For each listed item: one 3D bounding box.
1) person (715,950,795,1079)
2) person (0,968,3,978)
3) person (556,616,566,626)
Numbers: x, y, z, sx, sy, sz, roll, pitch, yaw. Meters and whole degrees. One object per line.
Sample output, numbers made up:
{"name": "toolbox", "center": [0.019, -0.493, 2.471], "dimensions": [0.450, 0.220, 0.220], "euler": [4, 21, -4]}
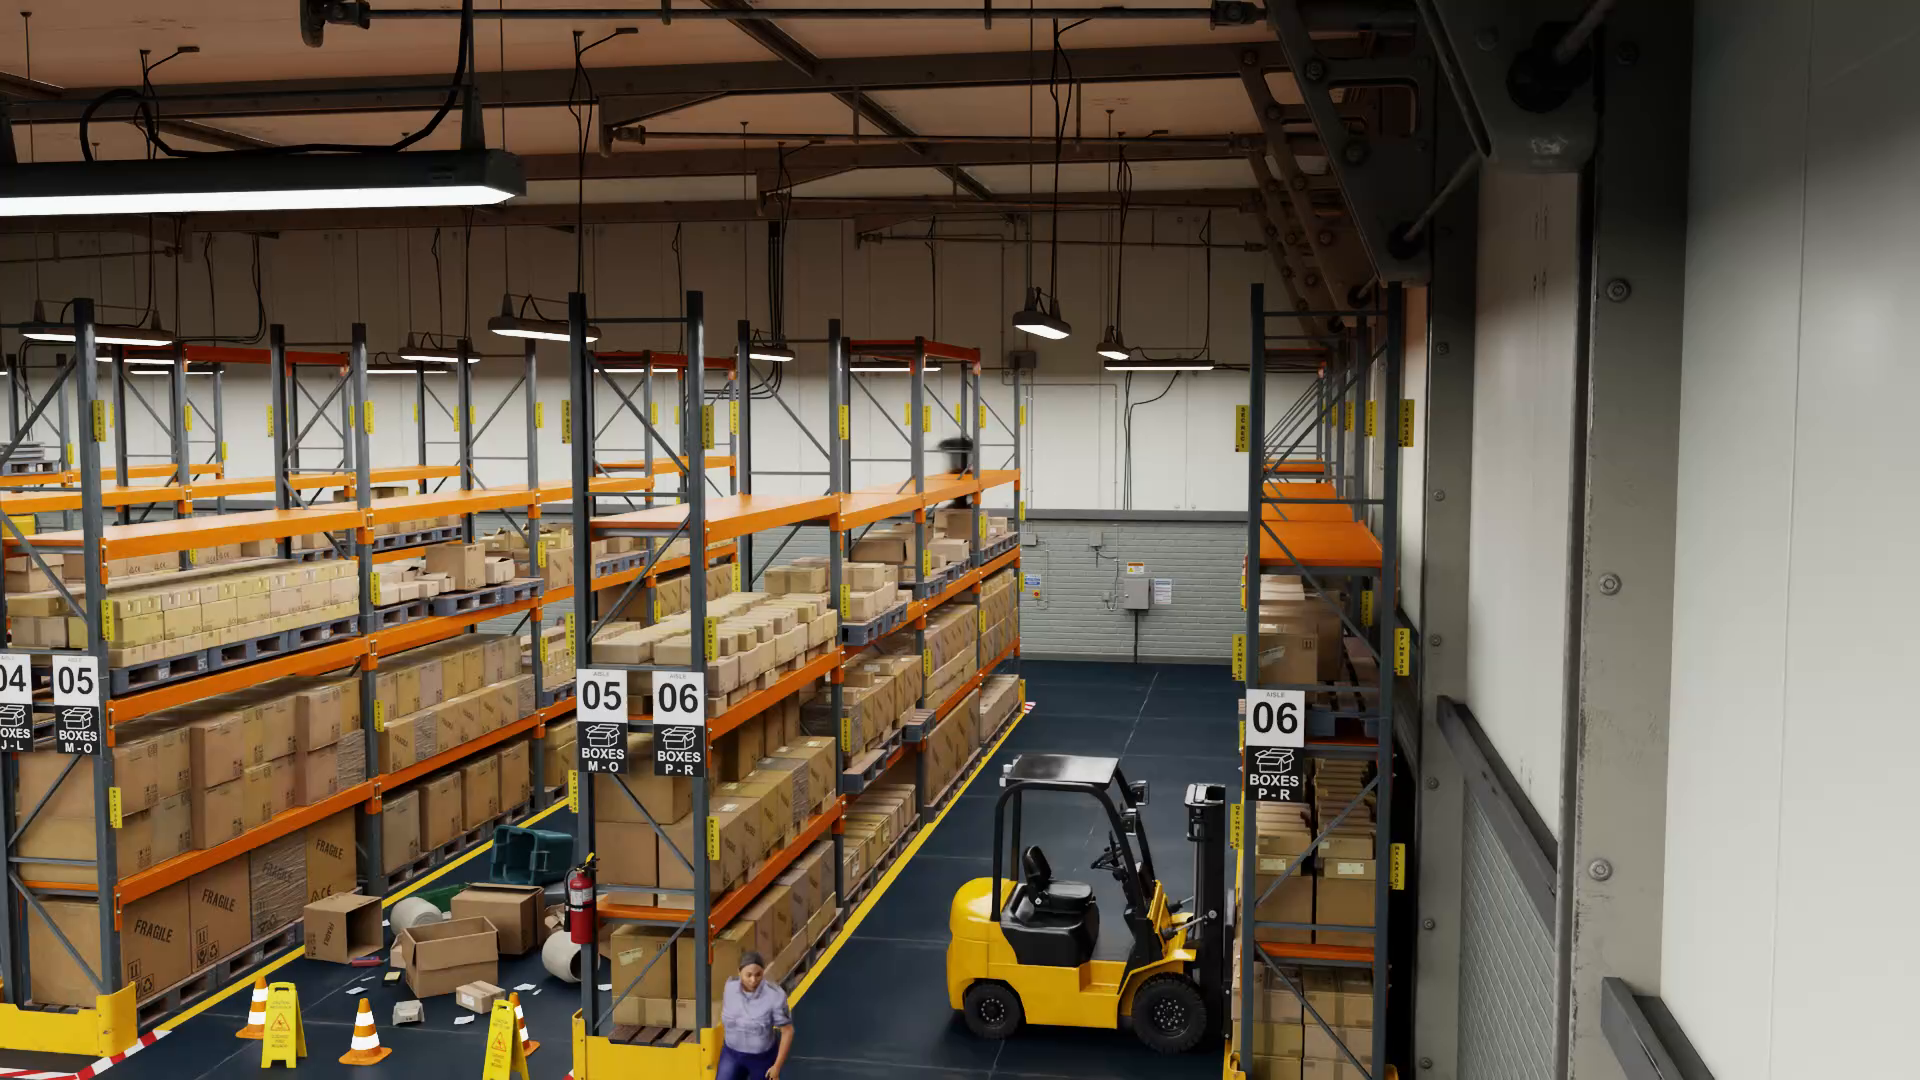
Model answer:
{"name": "person", "center": [-1.363, 3.468, 11.095], "dimensions": [0.585, 1.590, 0.710], "euler": [1, 5, 10]}
{"name": "person", "center": [-8.599, 3.183, 14.503], "dimensions": [0.575, 1.600, 0.811], "euler": [0, 5, -5]}
{"name": "person", "center": [-6.813, 2.083, 28.776], "dimensions": [0.597, 1.619, 0.959], "euler": [0, 5, -3]}
